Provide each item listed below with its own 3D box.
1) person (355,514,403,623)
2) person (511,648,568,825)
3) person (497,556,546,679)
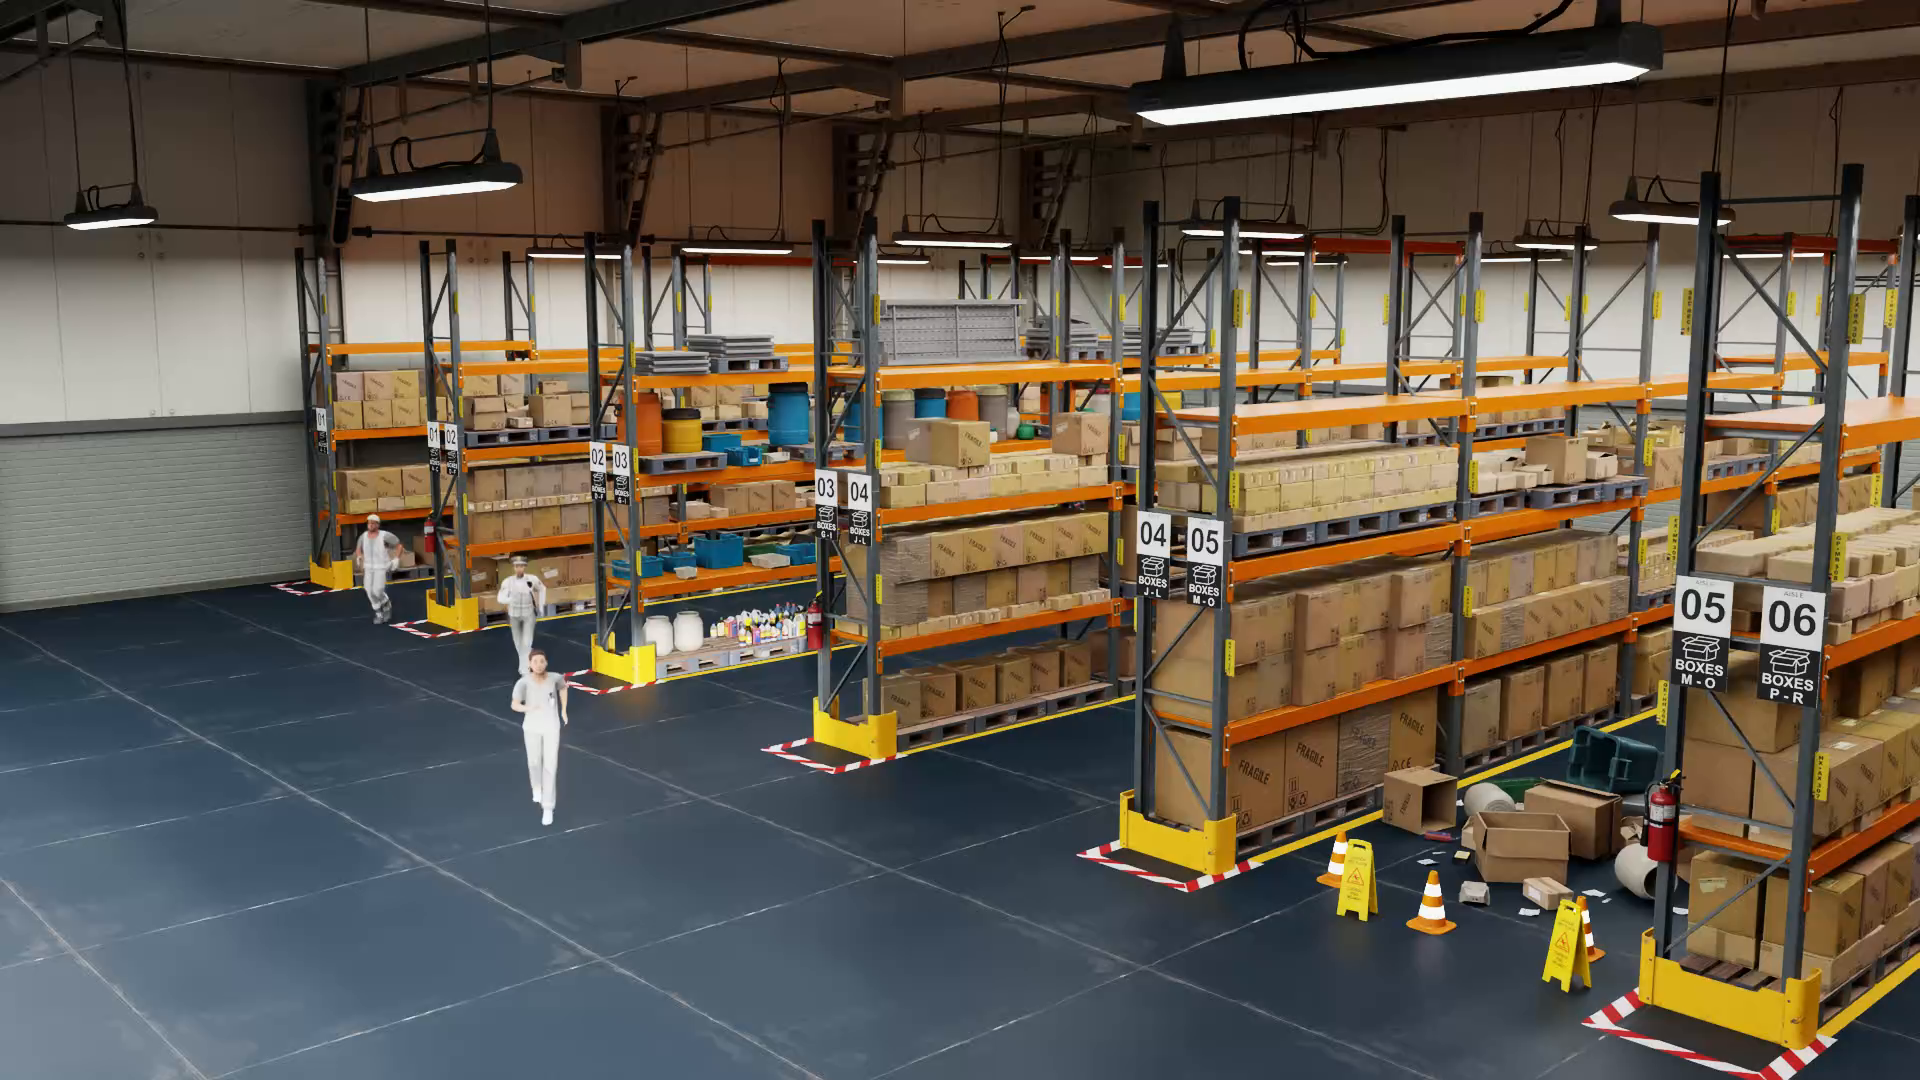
[{"bbox_3d":[-9.187,0.469,26.165,0.693,1.755,0.615,1,8,6],"label":"person"},{"bbox_3d":[-4.175,1.896,16.568,0.552,1.678,0.948,-2,9,-15],"label":"person"},{"bbox_3d":[-5.887,1.035,22.369,0.597,1.702,0.919,-1,8,-7],"label":"person"}]
